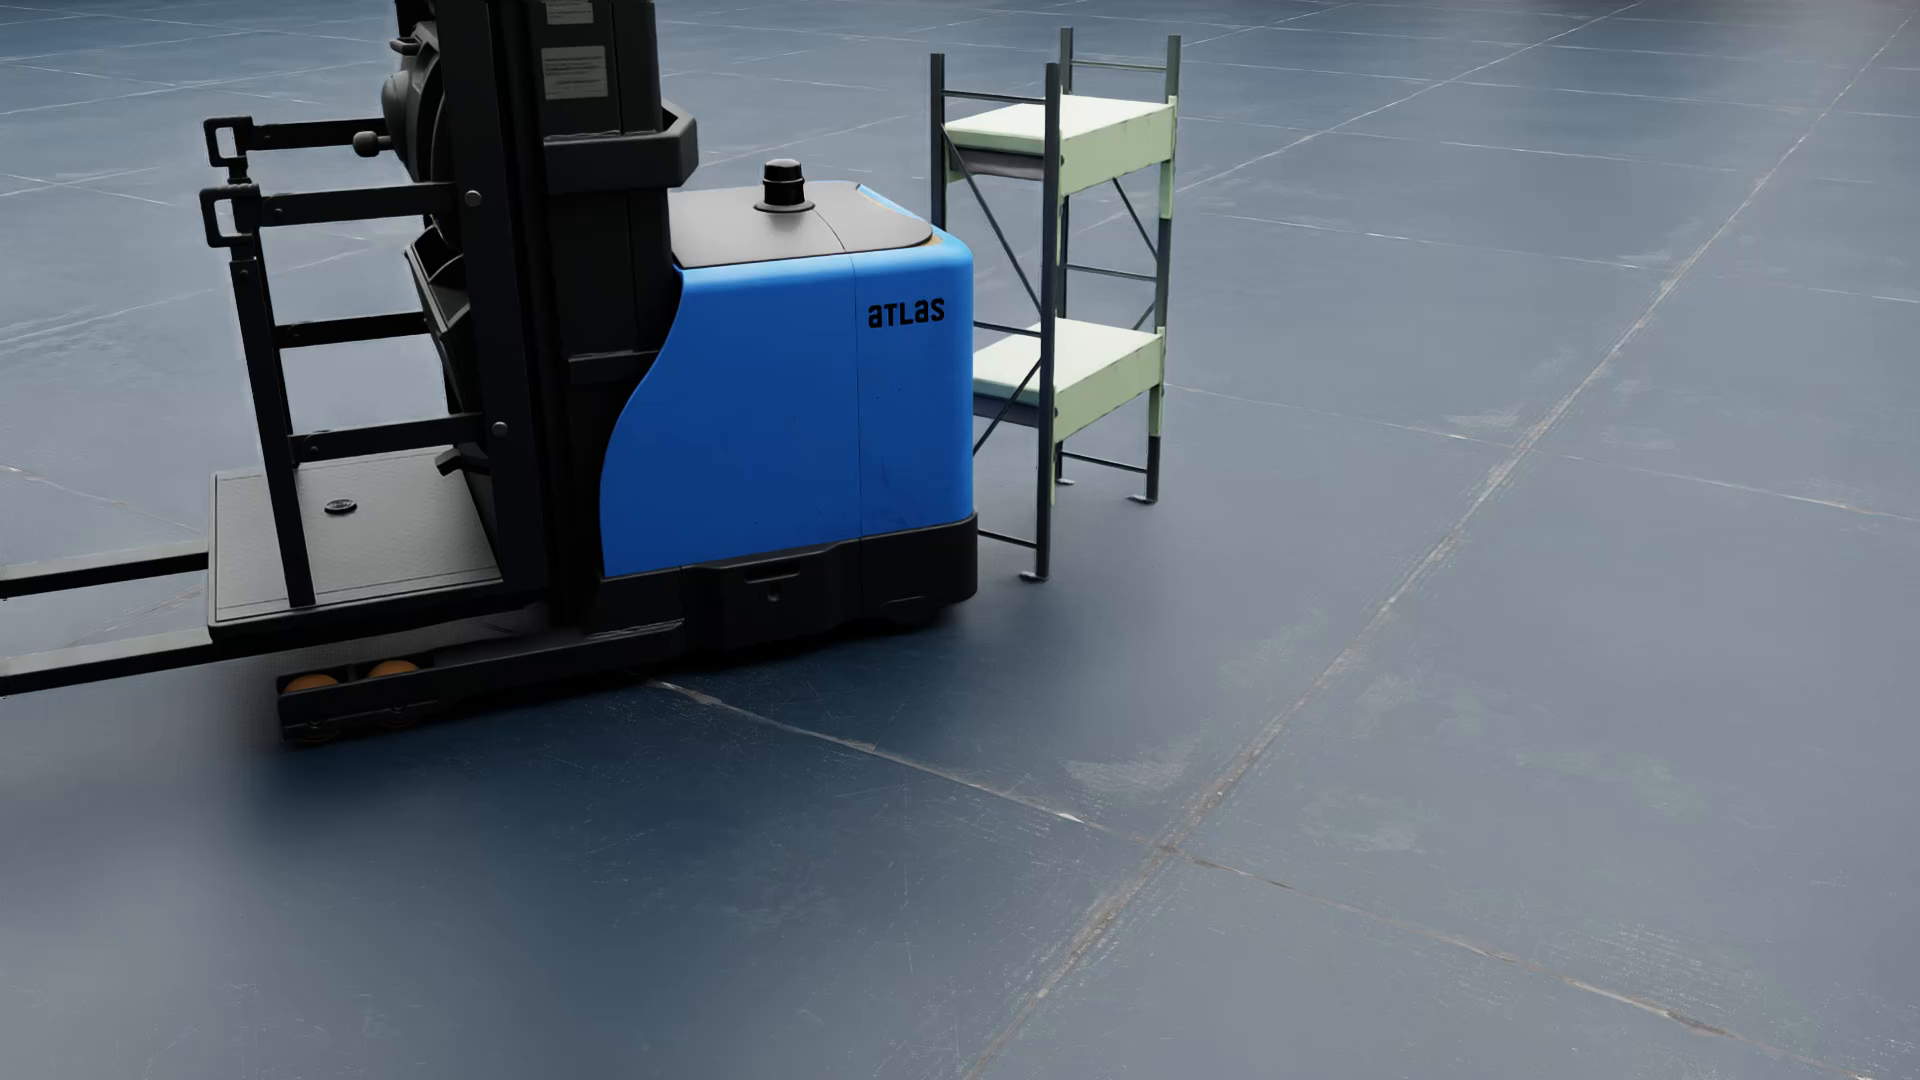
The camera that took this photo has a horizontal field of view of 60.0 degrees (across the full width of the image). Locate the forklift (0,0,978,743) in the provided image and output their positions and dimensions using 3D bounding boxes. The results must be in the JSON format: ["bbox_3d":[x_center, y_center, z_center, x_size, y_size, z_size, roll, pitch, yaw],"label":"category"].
[{"bbox_3d":[-1.518,-1.083,4.062,3.031,2.935,1.130,-9,25,-20],"label":"forklift"}]

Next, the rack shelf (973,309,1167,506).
[{"bbox_3d":[0.288,-0.432,5.181,0.431,0.370,0.720,14,27,29],"label":"rack shelf"}]

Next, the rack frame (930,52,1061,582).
[{"bbox_3d":[0.092,-0.609,4.768,0.400,1.500,0.023,14,27,29],"label":"rack frame"}]

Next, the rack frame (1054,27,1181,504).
[{"bbox_3d":[0.484,-0.854,5.335,0.400,1.500,0.023,14,27,29],"label":"rack frame"}]

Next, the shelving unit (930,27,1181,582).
[{"bbox_3d":[0.288,-0.731,5.051,0.431,1.500,0.755,14,27,29],"label":"shelving unit"}]

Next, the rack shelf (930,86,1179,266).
[{"bbox_3d":[0.288,-1.089,4.896,0.431,0.370,0.720,14,27,29],"label":"rack shelf"}]
